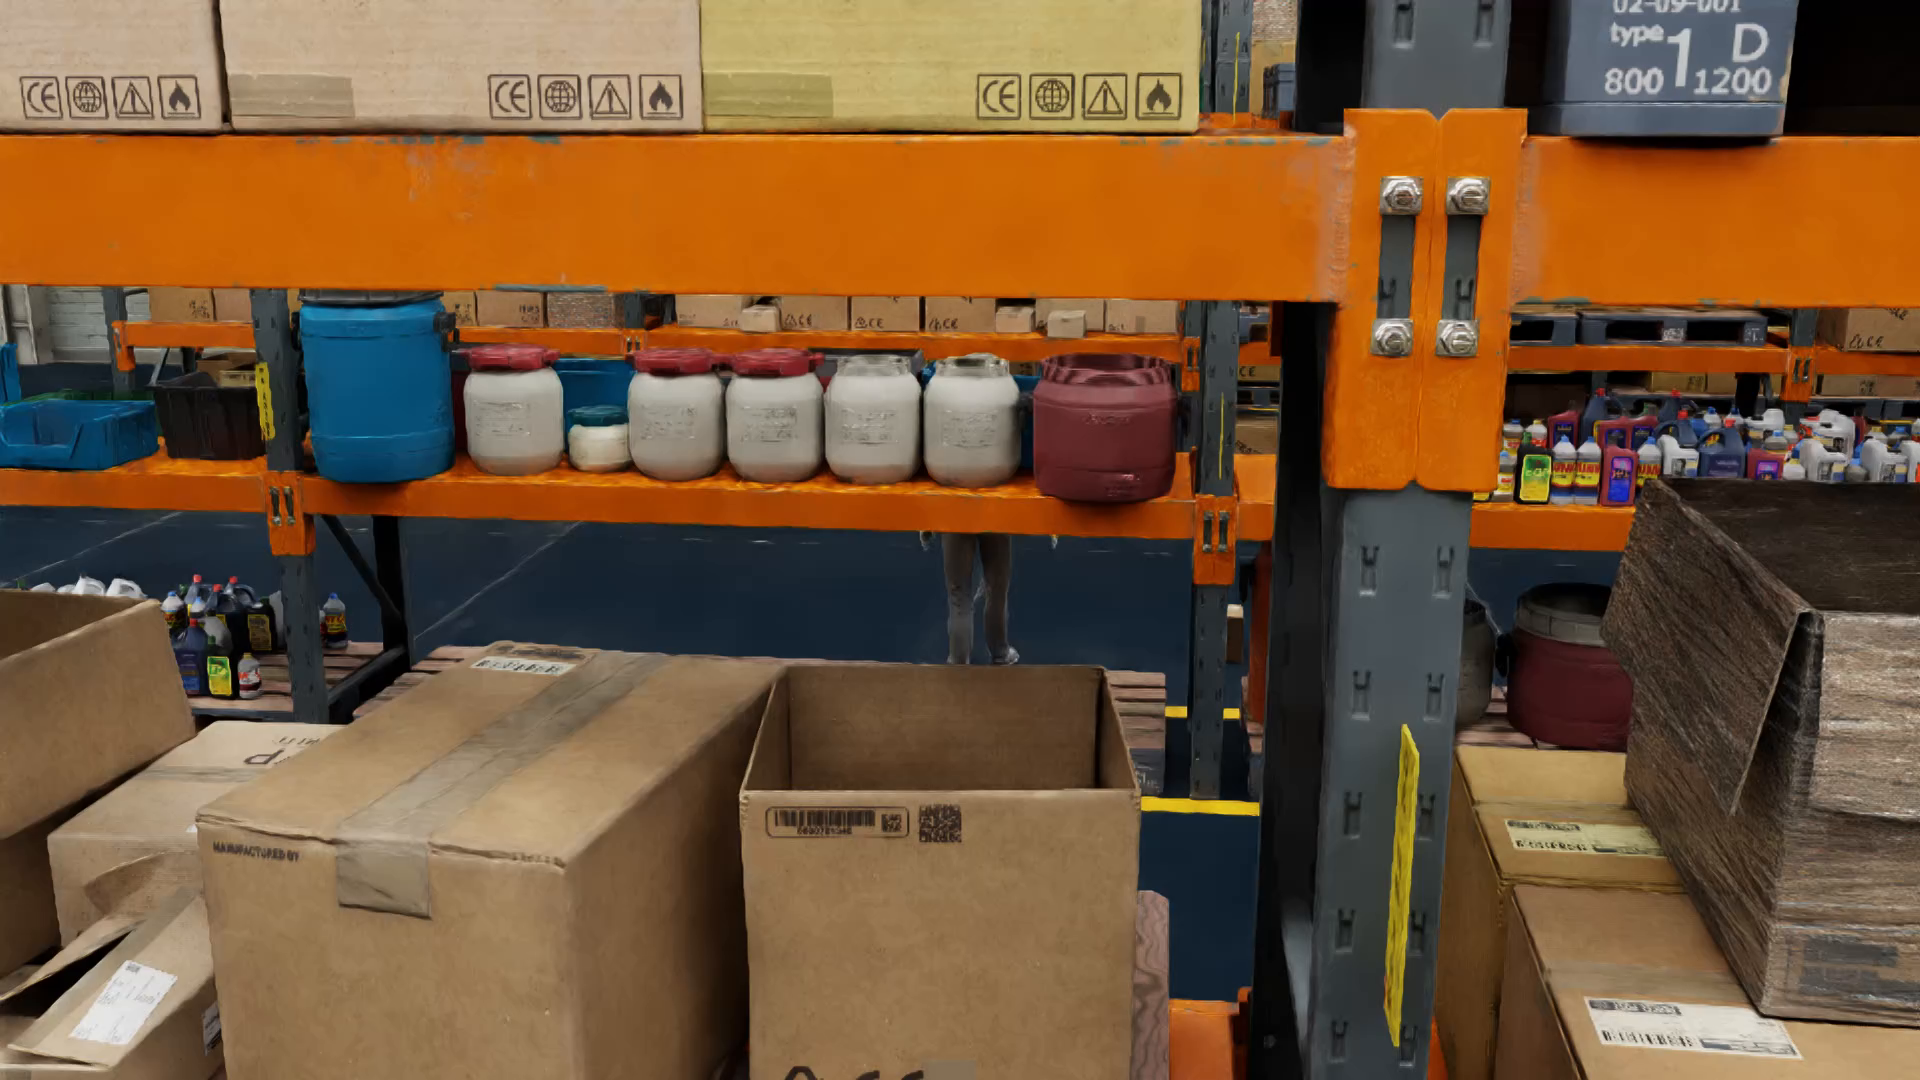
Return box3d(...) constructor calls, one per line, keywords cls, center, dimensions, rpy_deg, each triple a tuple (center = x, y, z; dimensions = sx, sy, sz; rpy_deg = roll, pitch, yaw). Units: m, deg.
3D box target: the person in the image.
box3d(cls="person", center=(0.141, -0.107, 8.346), dimensions=(0.684, 1.659, 0.633), rpy_deg=(0, 14, 1))
